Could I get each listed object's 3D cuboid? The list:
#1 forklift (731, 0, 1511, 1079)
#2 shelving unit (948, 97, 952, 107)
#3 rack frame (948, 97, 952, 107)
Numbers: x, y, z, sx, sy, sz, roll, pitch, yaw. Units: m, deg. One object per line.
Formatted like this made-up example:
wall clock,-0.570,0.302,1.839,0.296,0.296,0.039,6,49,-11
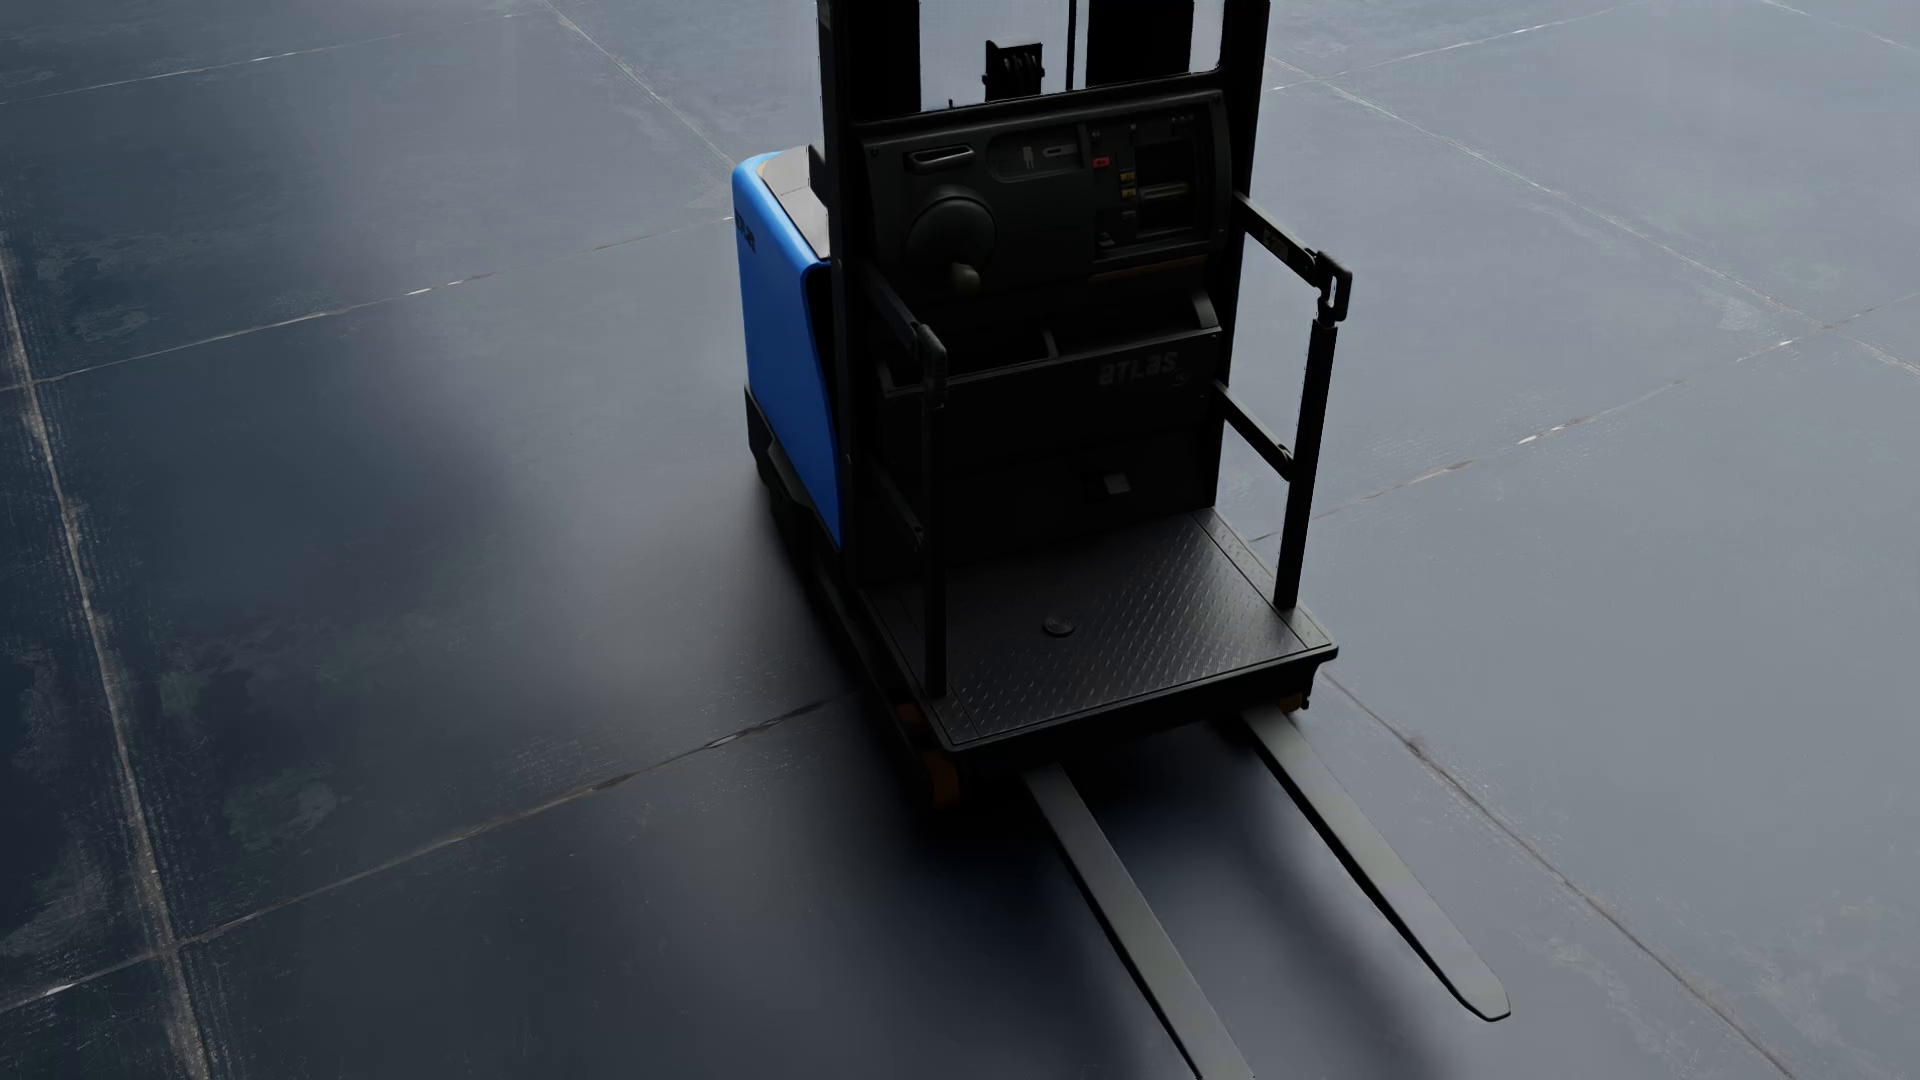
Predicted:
forklift,0.303,-0.766,3.813,1.130,2.935,3.031,-13,38,-17
shelving unit,0.113,-0.999,5.728,0.252,1.050,0.215,-13,38,-17
rack frame,-0.001,-0.973,5.693,0.008,1.050,0.200,-13,38,-17
